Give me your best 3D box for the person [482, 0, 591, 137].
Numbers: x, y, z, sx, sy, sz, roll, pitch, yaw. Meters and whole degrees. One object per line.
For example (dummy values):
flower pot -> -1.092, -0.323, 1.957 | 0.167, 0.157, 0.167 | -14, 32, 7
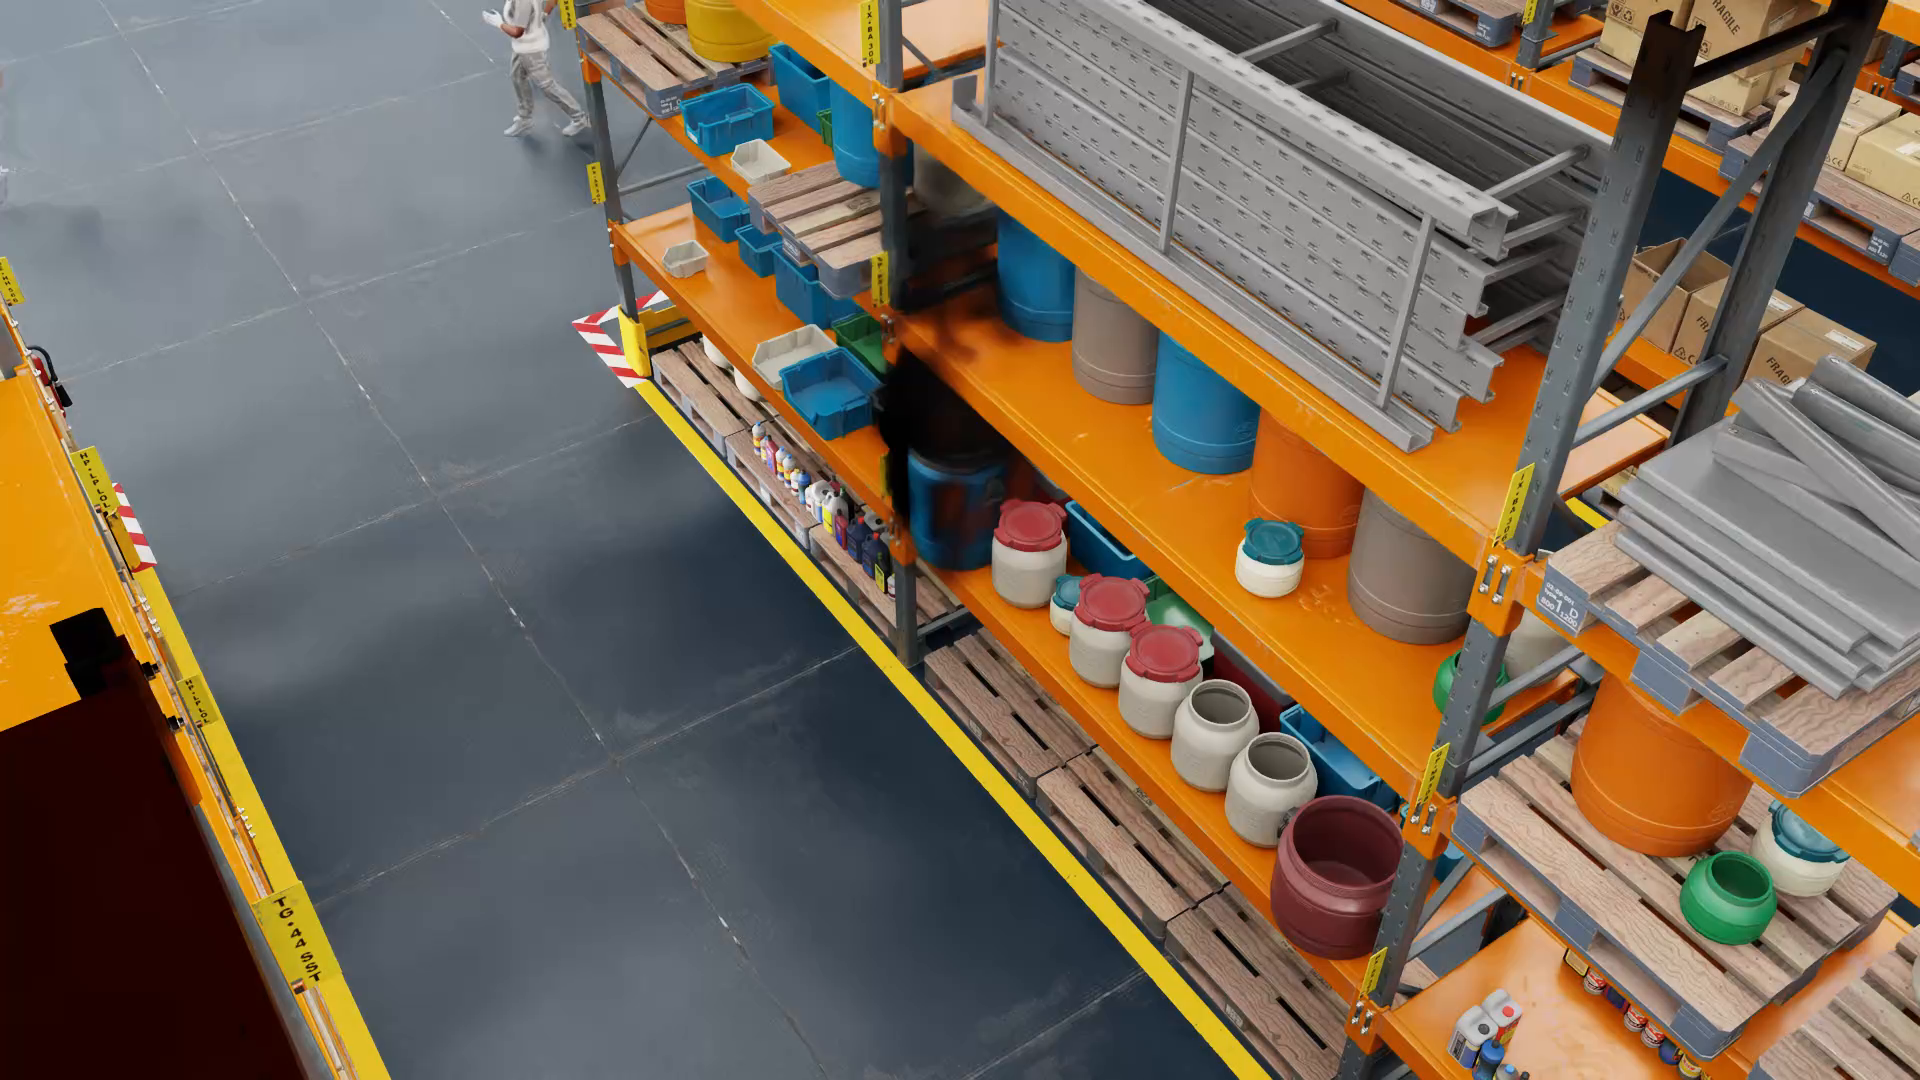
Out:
person -> -3.954, -4.538, 15.350 | 0.837, 1.821, 0.673 | -5, 43, -6
